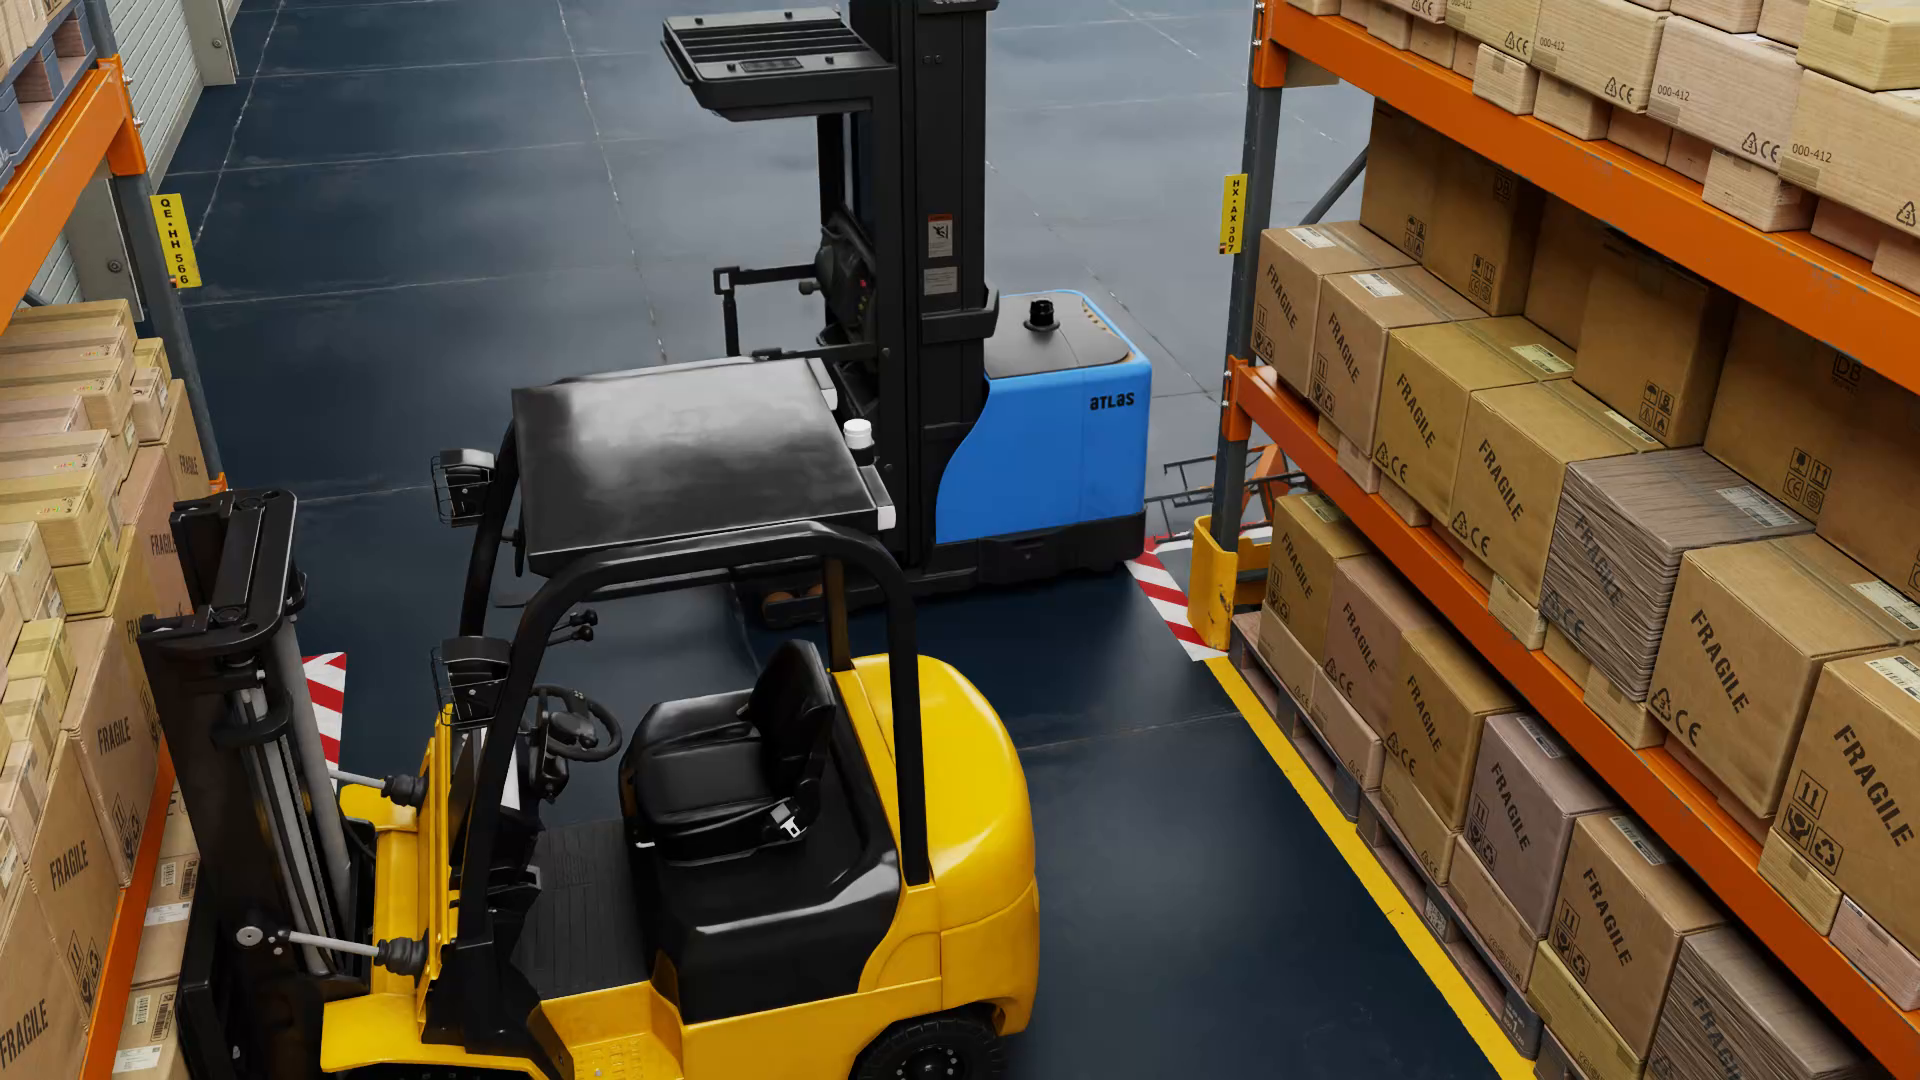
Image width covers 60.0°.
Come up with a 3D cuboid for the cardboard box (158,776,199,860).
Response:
[{"bbox_3d":[-2.461,0.910,5.011,0.500,0.250,0.500,-7,31,-13],"label":"cardboard box"}]

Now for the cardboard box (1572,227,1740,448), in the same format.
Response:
[{"bbox_3d":[2.322,-0.646,4.977,0.700,0.500,0.500,-8,31,-14],"label":"cardboard box"}]

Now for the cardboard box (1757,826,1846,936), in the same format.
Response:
[{"bbox_3d":[2.226,0.810,4.107,0.380,0.149,0.250,-7,31,-12],"label":"cardboard box"}]

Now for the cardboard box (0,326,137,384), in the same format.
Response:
[{"bbox_3d":[-2.775,-0.527,5.123,0.380,0.149,0.250,-8,31,-13],"label":"cardboard box"}]

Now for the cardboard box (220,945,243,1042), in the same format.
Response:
[{"bbox_3d":[-2.329,1.383,4.693,0.500,0.250,0.500,-8,31,-13],"label":"cardboard box"}]

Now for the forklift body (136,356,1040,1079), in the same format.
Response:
[{"bbox_3d":[-0.906,0.706,4.883,2.313,2.155,1.214,-8,31,-13],"label":"forklift body"}]

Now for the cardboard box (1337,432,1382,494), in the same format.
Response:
[{"bbox_3d":[1.603,-0.309,6.039,0.380,0.149,0.250,-7,31,-13],"label":"cardboard box"}]

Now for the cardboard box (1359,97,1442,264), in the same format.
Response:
[{"bbox_3d":[1.962,-1.384,6.251,0.700,0.500,0.500,-9,31,-14],"label":"cardboard box"}]

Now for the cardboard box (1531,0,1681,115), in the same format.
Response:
[{"bbox_3d":[1.895,-1.339,4.428,0.500,0.250,0.500,-7,31,-12],"label":"cardboard box"}]

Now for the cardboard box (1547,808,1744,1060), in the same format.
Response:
[{"bbox_3d":[2.125,1.124,4.891,0.500,0.500,0.500,-7,31,-12],"label":"cardboard box"}]

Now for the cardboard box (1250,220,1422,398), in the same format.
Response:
[{"bbox_3d":[1.474,-0.903,6.419,0.500,0.500,0.500,-8,31,-14],"label":"cardboard box"}]

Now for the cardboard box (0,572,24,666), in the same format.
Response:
[{"bbox_3d":[-2.407,0.221,3.829,0.380,0.149,0.250,-8,31,-13],"label":"cardboard box"}]

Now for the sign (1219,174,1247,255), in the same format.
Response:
[{"bbox_3d":[1.093,-1.299,6.636,0.100,0.325,0.005,-8,31,-13],"label":"sign"}]

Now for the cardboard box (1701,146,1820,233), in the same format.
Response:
[{"bbox_3d":[2.040,-0.865,4.006,0.380,0.149,0.250,-7,31,-12],"label":"cardboard box"}]

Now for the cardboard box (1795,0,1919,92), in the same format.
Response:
[{"bbox_3d":[2.062,-1.084,3.589,0.380,0.149,0.250,-7,31,-12],"label":"cardboard box"}]

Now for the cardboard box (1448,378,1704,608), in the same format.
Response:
[{"bbox_3d":[1.894,-0.163,5.140,0.500,0.500,0.500,-8,31,-14],"label":"cardboard box"}]

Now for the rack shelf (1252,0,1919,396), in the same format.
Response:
[{"bbox_3d":[2.147,-1.017,4.737,1.077,0.370,4.000,-8,31,-13],"label":"rack shelf"}]

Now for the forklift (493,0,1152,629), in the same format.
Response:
[{"bbox_3d":[-0.689,-1.160,7.329,3.031,2.935,1.130,-9,31,-14],"label":"forklift"}]

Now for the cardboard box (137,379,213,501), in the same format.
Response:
[{"bbox_3d":[-2.785,-0.175,5.459,0.500,0.500,0.500,-9,31,-14],"label":"cardboard box"}]

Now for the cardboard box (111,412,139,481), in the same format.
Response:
[{"bbox_3d":[-2.700,-0.276,4.984,0.380,0.149,0.250,-7,31,-12],"label":"cardboard box"}]

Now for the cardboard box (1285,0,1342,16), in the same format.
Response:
[{"bbox_3d":[1.391,-1.983,5.937,0.380,0.149,0.250,-8,31,-13],"label":"cardboard box"}]

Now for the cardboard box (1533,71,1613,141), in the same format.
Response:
[{"bbox_3d":[1.847,-1.237,4.649,0.380,0.149,0.250,-9,31,-15],"label":"cardboard box"}]

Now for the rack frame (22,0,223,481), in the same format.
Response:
[{"bbox_3d":[-3.169,-0.335,5.834,1.000,3.000,0.127,-8,31,-13],"label":"rack frame"}]

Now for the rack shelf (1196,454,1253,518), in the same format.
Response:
[{"bbox_3d":[1.293,-0.234,8.110,0.148,0.258,0.480,-10,19,23],"label":"rack shelf"}]

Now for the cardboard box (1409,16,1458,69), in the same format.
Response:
[{"bbox_3d":[1.674,-1.619,5.309,0.380,0.149,0.250,-8,31,-14],"label":"cardboard box"}]

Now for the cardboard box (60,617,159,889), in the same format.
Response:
[{"bbox_3d":[-2.376,0.565,4.179,0.500,0.500,0.500,-8,31,-13],"label":"cardboard box"}]

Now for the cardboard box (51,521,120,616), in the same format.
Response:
[{"bbox_3d":[-2.442,0.088,4.357,0.380,0.149,0.250,-8,31,-13],"label":"cardboard box"}]

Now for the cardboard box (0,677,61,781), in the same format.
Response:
[{"bbox_3d":[-2.250,0.462,3.710,0.380,0.149,0.250,-9,31,-15],"label":"cardboard box"}]

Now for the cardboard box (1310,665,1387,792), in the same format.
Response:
[{"bbox_3d":[1.692,0.686,6.397,0.500,0.250,0.500,-7,31,-11],"label":"cardboard box"}]

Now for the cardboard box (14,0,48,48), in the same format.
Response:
[{"bbox_3d":[-2.656,-1.389,4.394,0.380,0.149,0.250,-9,31,-15],"label":"cardboard box"}]

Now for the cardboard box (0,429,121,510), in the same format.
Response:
[{"bbox_3d":[-2.509,-0.163,4.494,0.380,0.149,0.250,-7,31,-12],"label":"cardboard box"}]

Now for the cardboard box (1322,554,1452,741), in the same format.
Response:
[{"bbox_3d":[1.713,0.377,6.181,0.500,0.500,0.500,-9,31,-15],"label":"cardboard box"}]

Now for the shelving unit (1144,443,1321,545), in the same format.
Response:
[{"bbox_3d":[1.535,-0.275,8.008,1.200,0.258,0.503,-10,19,23],"label":"shelving unit"}]

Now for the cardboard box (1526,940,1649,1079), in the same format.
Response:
[{"bbox_3d":[2.111,1.438,5.097,0.500,0.250,0.500,-9,31,-15],"label":"cardboard box"}]

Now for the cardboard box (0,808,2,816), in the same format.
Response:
[{"bbox_3d":[-2.108,0.577,3.215,0.380,0.149,0.250,-7,31,-12],"label":"cardboard box"}]

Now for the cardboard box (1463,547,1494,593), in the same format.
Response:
[{"bbox_3d":[1.873,0.063,5.398,0.380,0.149,0.250,-9,31,-15],"label":"cardboard box"}]

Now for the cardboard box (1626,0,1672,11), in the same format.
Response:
[{"bbox_3d":[1.880,-1.459,4.237,0.380,0.149,0.250,-7,31,-13],"label":"cardboard box"}]

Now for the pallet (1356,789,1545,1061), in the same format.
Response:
[{"bbox_3d":[2.138,1.232,5.910,1.003,0.211,1.213,-8,31,-13],"label":"pallet"}]

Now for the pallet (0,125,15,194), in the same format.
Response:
[{"bbox_3d":[-2.679,-0.659,3.489,1.003,0.211,1.213,-8,31,-13],"label":"pallet"}]

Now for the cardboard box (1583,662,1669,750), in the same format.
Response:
[{"bbox_3d":[2.026,0.439,4.748,0.380,0.149,0.250,-8,31,-14],"label":"cardboard box"}]

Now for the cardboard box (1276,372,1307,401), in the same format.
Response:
[{"bbox_3d":[1.507,-0.696,6.709,0.380,0.149,0.250,-8,31,-13],"label":"cardboard box"}]

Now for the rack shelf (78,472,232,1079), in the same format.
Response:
[{"bbox_3d":[-2.638,0.943,4.345,1.077,0.370,4.000,-8,31,-13],"label":"rack shelf"}]

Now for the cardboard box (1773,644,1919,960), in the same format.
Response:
[{"bbox_3d":[2.320,0.582,3.854,0.500,0.500,0.500,-9,31,-15],"label":"cardboard box"}]
